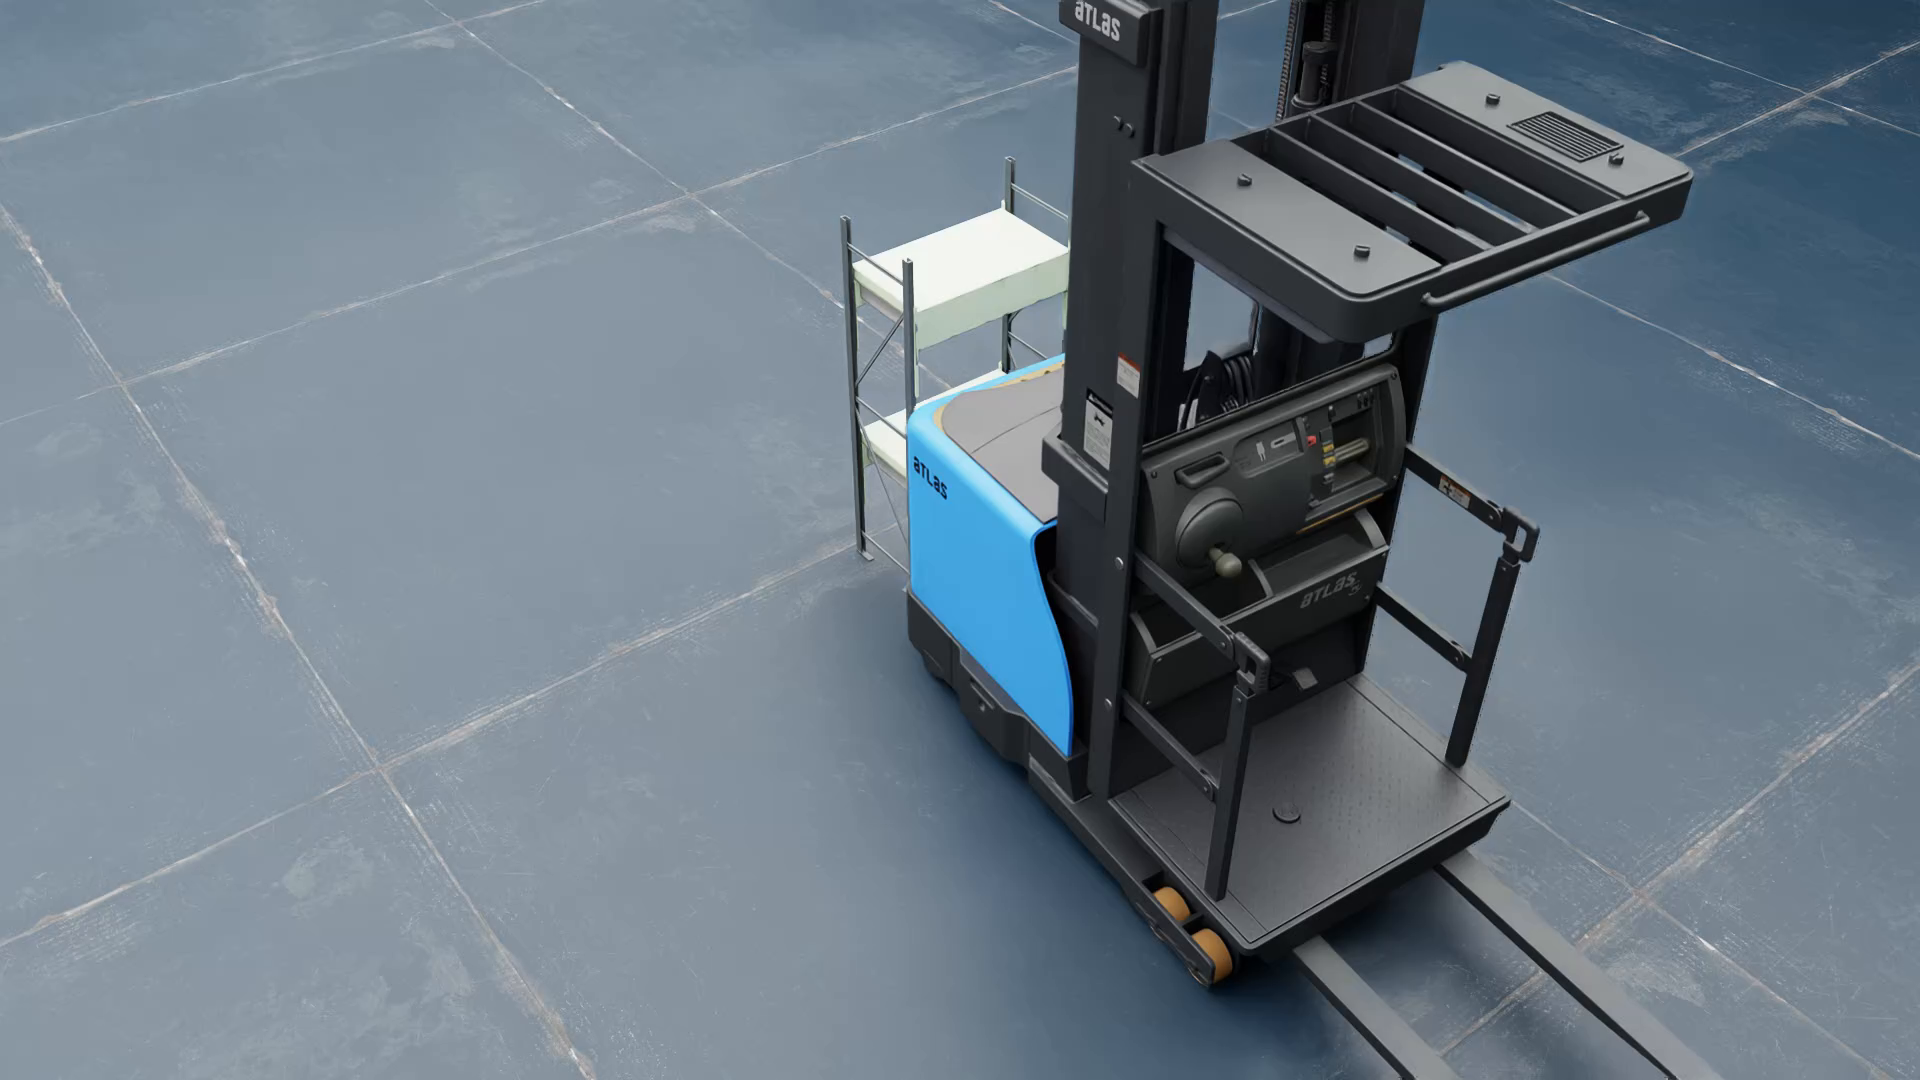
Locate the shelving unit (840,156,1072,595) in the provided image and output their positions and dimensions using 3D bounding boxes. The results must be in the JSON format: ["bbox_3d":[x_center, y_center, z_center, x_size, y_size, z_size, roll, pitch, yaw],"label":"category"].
[{"bbox_3d":[0.005,-0.582,6.277,0.755,1.500,0.431,-26,46,-28],"label":"shelving unit"}]

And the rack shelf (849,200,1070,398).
[{"bbox_3d":[0.005,-0.884,6.030,0.720,0.370,0.431,-26,46,-28],"label":"rack shelf"}]

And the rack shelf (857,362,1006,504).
[{"bbox_3d":[0.005,-0.330,6.484,0.720,0.370,0.431,-26,46,-28],"label":"rack shelf"}]

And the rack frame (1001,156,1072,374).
[{"bbox_3d":[0.295,-0.724,6.450,0.023,1.500,0.400,-26,46,-28],"label":"rack frame"}]

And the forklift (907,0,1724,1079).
[{"bbox_3d":[1.024,-0.120,4.585,1.130,2.935,3.031,-22,44,-25],"label":"forklift"}]

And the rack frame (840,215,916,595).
[{"bbox_3d":[-0.285,-0.441,6.105,0.023,1.500,0.400,-26,46,-28],"label":"rack frame"}]
